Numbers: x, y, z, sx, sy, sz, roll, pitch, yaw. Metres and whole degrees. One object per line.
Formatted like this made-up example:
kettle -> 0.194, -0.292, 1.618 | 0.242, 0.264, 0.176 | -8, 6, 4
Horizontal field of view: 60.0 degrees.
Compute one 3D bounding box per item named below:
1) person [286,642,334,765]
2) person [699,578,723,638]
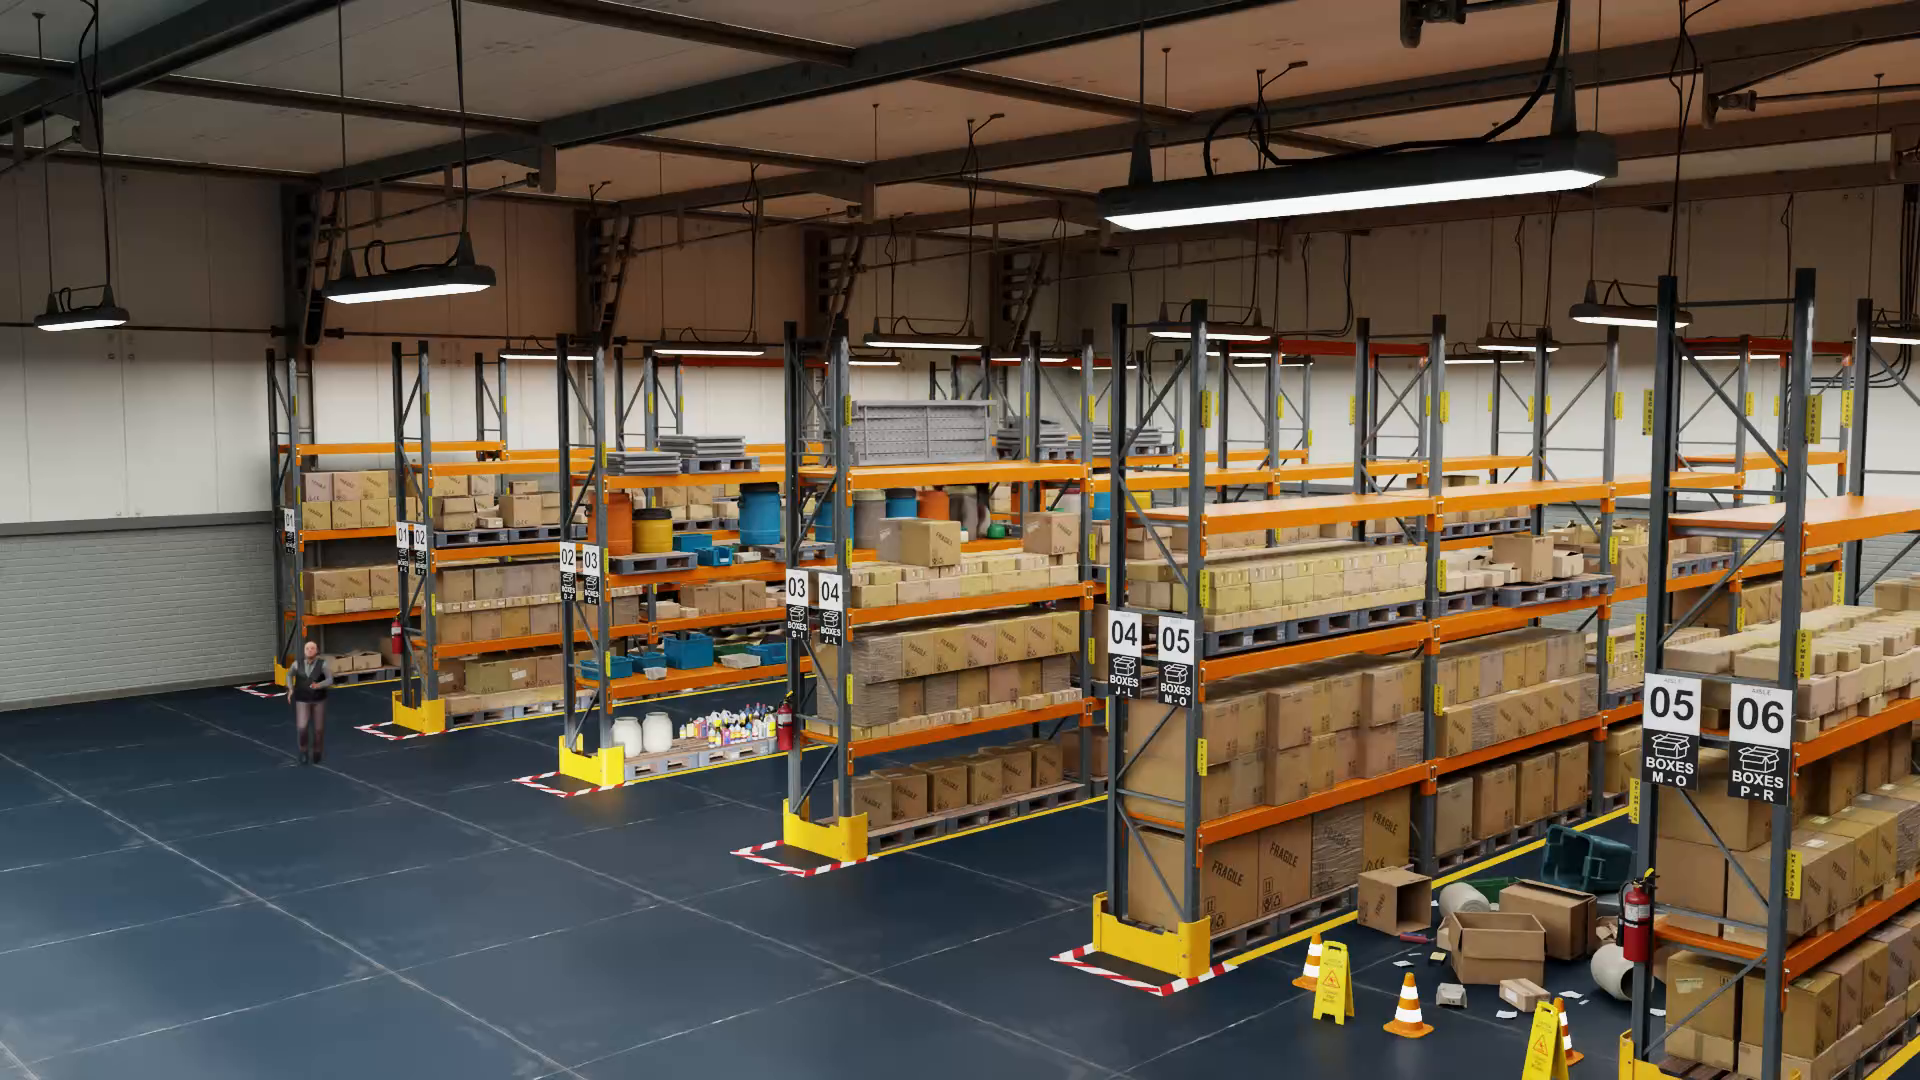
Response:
person -> -9.122, 2.291, 23.346 | 0.634, 1.721, 0.694 | -2, 5, -20
person -> -4.768, 1.586, 32.061 | 0.742, 1.725, 0.546 | -5, 7, -43
